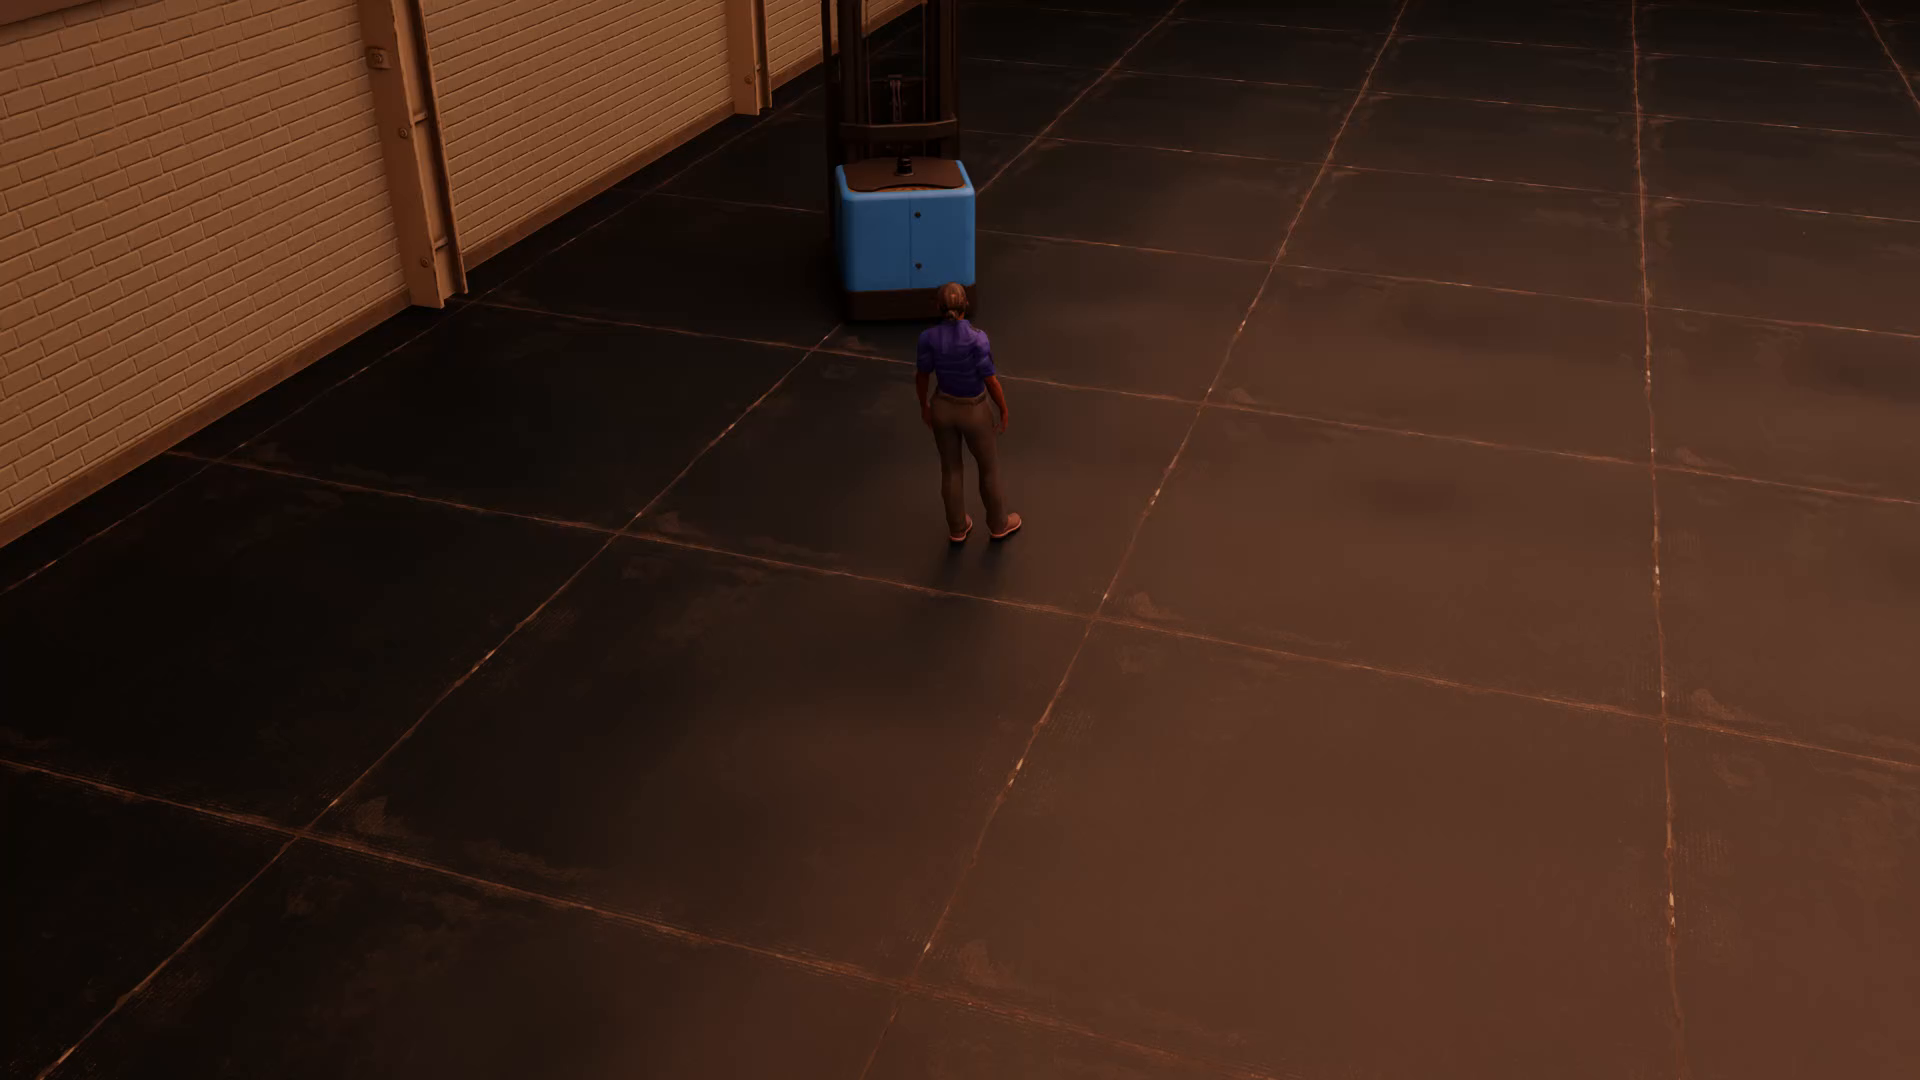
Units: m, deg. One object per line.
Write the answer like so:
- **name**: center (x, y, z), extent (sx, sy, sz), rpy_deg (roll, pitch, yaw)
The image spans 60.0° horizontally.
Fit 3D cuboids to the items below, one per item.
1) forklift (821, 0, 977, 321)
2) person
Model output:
- **forklift**: center (-0.578, -3.686, 13.602), extent (1.130, 2.935, 3.031), rpy_deg (-4, 30, -7)
- **person**: center (0.047, -0.763, 9.749), extent (0.569, 1.656, 0.503), rpy_deg (10, 31, 16)
